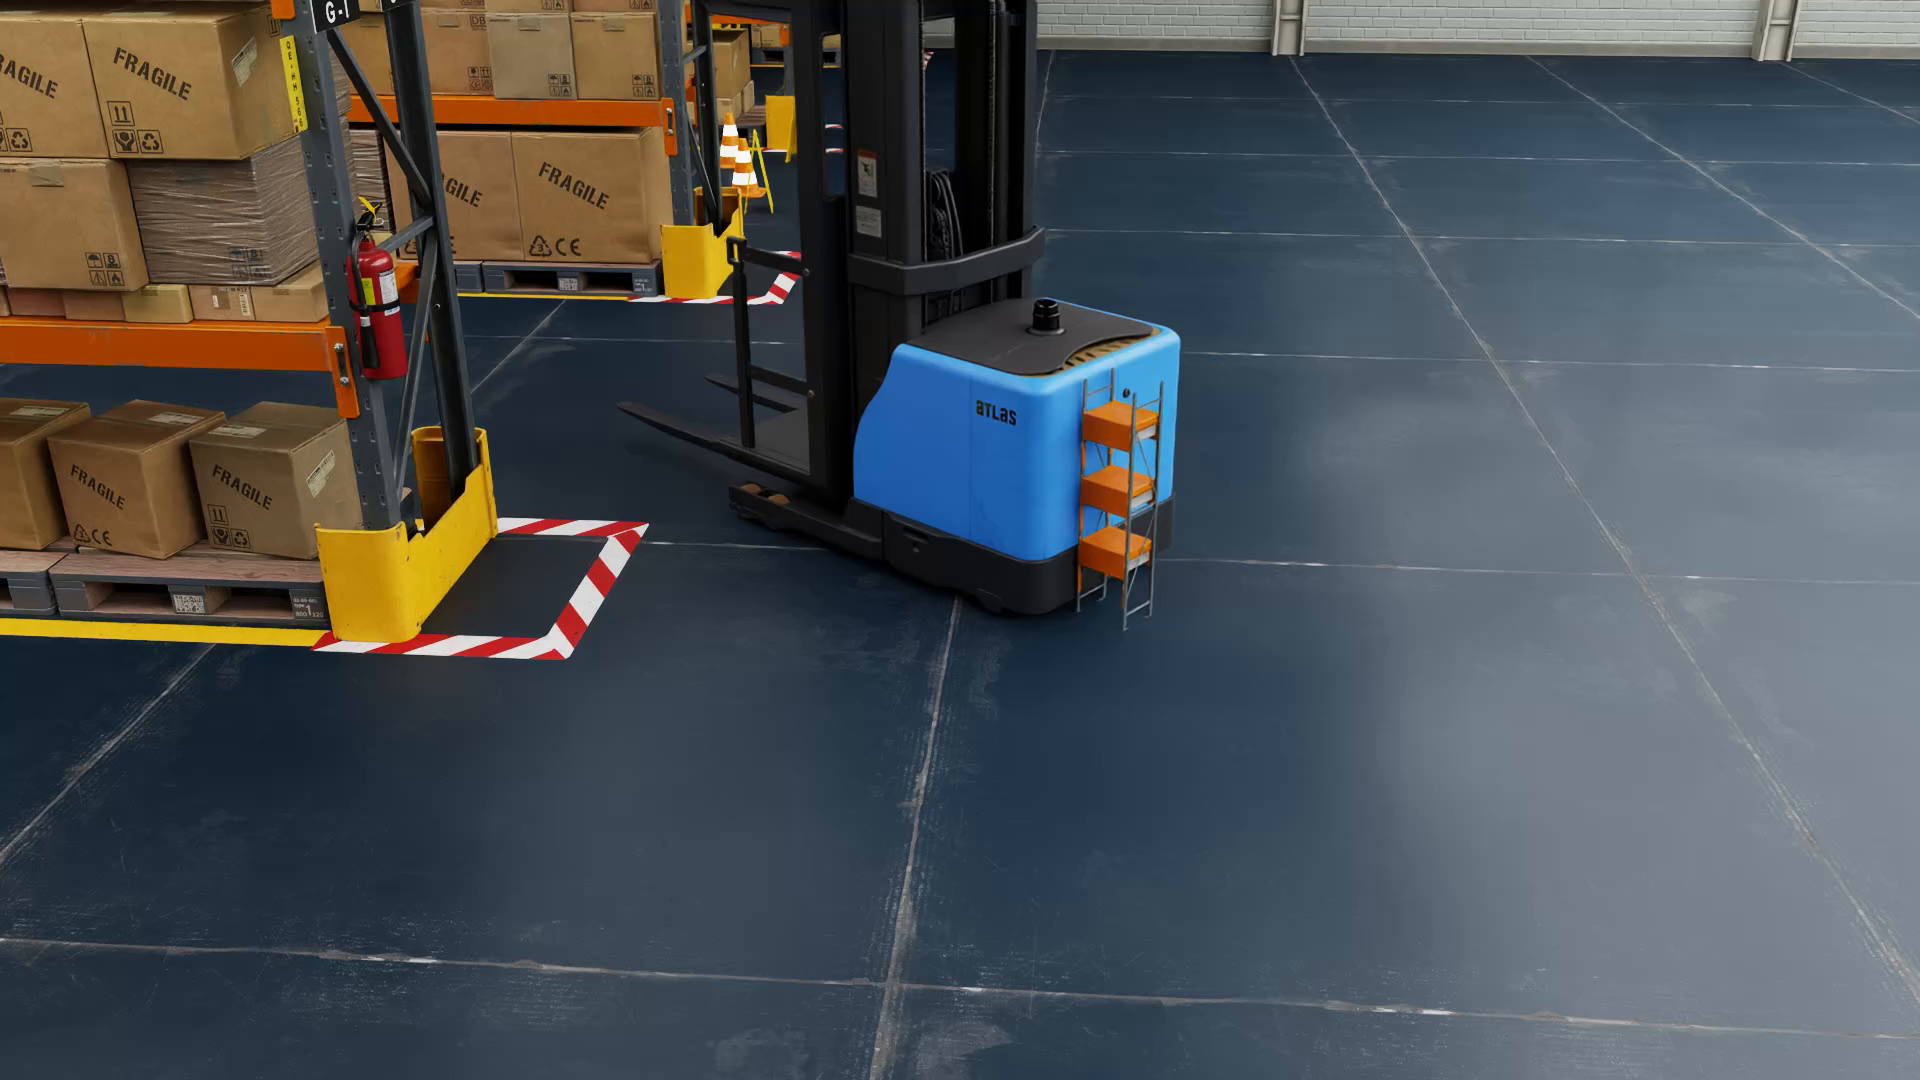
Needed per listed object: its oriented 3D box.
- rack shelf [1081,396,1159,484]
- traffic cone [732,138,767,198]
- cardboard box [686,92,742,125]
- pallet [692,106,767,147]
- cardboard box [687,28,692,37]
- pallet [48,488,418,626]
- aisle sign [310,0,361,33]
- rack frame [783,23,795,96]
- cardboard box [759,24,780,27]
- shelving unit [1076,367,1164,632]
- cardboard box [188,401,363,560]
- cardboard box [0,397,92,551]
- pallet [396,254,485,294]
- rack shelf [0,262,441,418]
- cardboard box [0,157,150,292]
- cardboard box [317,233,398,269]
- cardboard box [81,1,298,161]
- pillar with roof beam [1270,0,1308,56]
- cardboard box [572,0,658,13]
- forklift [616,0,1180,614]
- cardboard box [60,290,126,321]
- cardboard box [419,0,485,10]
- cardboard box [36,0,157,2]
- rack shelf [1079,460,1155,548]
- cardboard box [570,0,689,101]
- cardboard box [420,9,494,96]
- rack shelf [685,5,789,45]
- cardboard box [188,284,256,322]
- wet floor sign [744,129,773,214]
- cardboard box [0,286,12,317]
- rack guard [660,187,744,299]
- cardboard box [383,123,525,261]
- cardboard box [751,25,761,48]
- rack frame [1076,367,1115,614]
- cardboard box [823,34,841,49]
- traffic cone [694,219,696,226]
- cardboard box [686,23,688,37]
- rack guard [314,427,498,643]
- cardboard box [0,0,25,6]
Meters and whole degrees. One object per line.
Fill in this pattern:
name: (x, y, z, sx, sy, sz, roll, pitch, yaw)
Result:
rack shelf: (0.652, -0.408, 6.727, 0.240, 0.259, 0.215, 21, 32, 37)
traffic cone: (-1.825, -3.164, 14.073, 0.334, 0.463, 0.336, 2, 25, 4)
cardboard box: (-2.402, -4.170, 16.011, 0.500, 0.250, 0.500, 2, 25, 4)
pallet: (-2.434, -4.090, 16.387, 1.213, 0.211, 1.003, 2, 25, 4)
cardboard box: (-2.880, -4.753, 16.381, 0.500, 0.500, 0.500, 1, 25, 2)
pallet: (-3.193, 0.040, 7.411, 1.213, 0.211, 1.003, 2, 25, 4)
aisle sign: (-2.271, -2.238, 5.914, 0.004, 0.787, 0.394, 2, 25, 4)
rack frame: (-1.551, -5.314, 15.710, 0.127, 3.000, 1.000, 2, 25, 4)
cardboard box: (-2.183, -6.458, 20.384, 0.500, 0.250, 0.500, 2, 25, 3)
shelving unit: (0.652, -0.160, 6.841, 0.252, 1.050, 0.215, 21, 32, 37)
cardboard box: (-2.931, -0.266, 7.227, 0.500, 0.500, 0.500, 6, 25, 14)
cardboard box: (-4.153, -0.299, 7.299, 0.500, 0.500, 0.500, 4, 25, 9)
pallet: (-3.846, -2.014, 11.874, 1.213, 0.211, 1.003, 2, 25, 4)
rack shelf: (-4.304, -0.921, 7.023, 4.000, 0.370, 1.077, 2, 25, 4)
cardboard box: (-3.364, -1.359, 6.640, 0.500, 0.500, 0.875, 2, 25, 4)
cardboard box: (-2.576, -1.178, 7.022, 0.250, 0.149, 0.380, 2, 25, 4)
cardboard box: (-2.877, -1.733, 6.256, 0.500, 0.500, 0.500, 2, 25, 4)
pillar with roof beam: (3.853, -8.520, 15.501, 0.400, 9.000, 9.100, 2, 25, 4)
cardboard box: (-2.196, -3.834, 11.023, 0.550, 0.550, 0.875, 2, 25, 4)
forklift: (-0.469, -1.523, 7.554, 3.031, 2.935, 1.130, 21, 32, 37)
cardboard box: (-3.360, -1.002, 6.639, 0.250, 0.149, 0.380, 2, 25, 4)
cardboard box: (-3.300, -3.888, 11.140, 0.550, 0.550, 0.875, 2, 25, 4)
cardboard box: (-3.335, -1.969, 6.768, 0.500, 0.500, 0.500, 2, 25, 4)
rack shelf: (0.652, -0.150, 6.845, 0.240, 0.259, 0.215, 21, 32, 37)
cardboard box: (-2.203, -3.309, 11.173, 0.550, 0.550, 0.875, 2, 25, 4)
cardboard box: (-3.302, -3.388, 11.344, 0.550, 0.550, 0.875, 2, 25, 4)
rack shelf: (-3.545, -5.051, 16.000, 4.000, 0.370, 1.077, 2, 25, 4)
cardboard box: (-2.859, -1.001, 6.637, 0.250, 0.149, 0.380, 2, 25, 4)
wet floor sign: (-1.649, -3.002, 13.503, 0.232, 0.644, 0.267, -2, 25, -5)
cardboard box: (-3.857, -1.026, 6.691, 0.250, 0.149, 0.380, 2, 25, 4)
rack guard: (-1.805, -2.111, 11.740, 0.348, 0.500, 1.175, 2, 25, 4)
cardboard box: (-3.388, -2.495, 11.623, 0.875, 0.875, 0.875, 1, 25, 3)
cardboard box: (-2.661, -6.248, 20.526, 0.500, 0.250, 0.500, 2, 25, 5)
rack frame: (0.561, -0.194, 6.915, 0.008, 1.050, 0.200, 21, 32, 37)
cardboard box: (-1.668, -6.208, 20.440, 0.500, 0.250, 0.500, 2, 25, 4)
traffic cone: (-2.250, -2.704, 13.073, 0.334, 0.463, 0.336, 2, 25, 4)
cardboard box: (-2.741, -4.792, 15.689, 0.250, 0.149, 0.380, 3, 25, 6)
rack guard: (-2.386, -0.051, 7.262, 0.348, 0.500, 1.175, 2, 25, 4)
cardboard box: (-3.875, -1.764, 6.323, 0.500, 0.500, 0.500, 2, 25, 4)
